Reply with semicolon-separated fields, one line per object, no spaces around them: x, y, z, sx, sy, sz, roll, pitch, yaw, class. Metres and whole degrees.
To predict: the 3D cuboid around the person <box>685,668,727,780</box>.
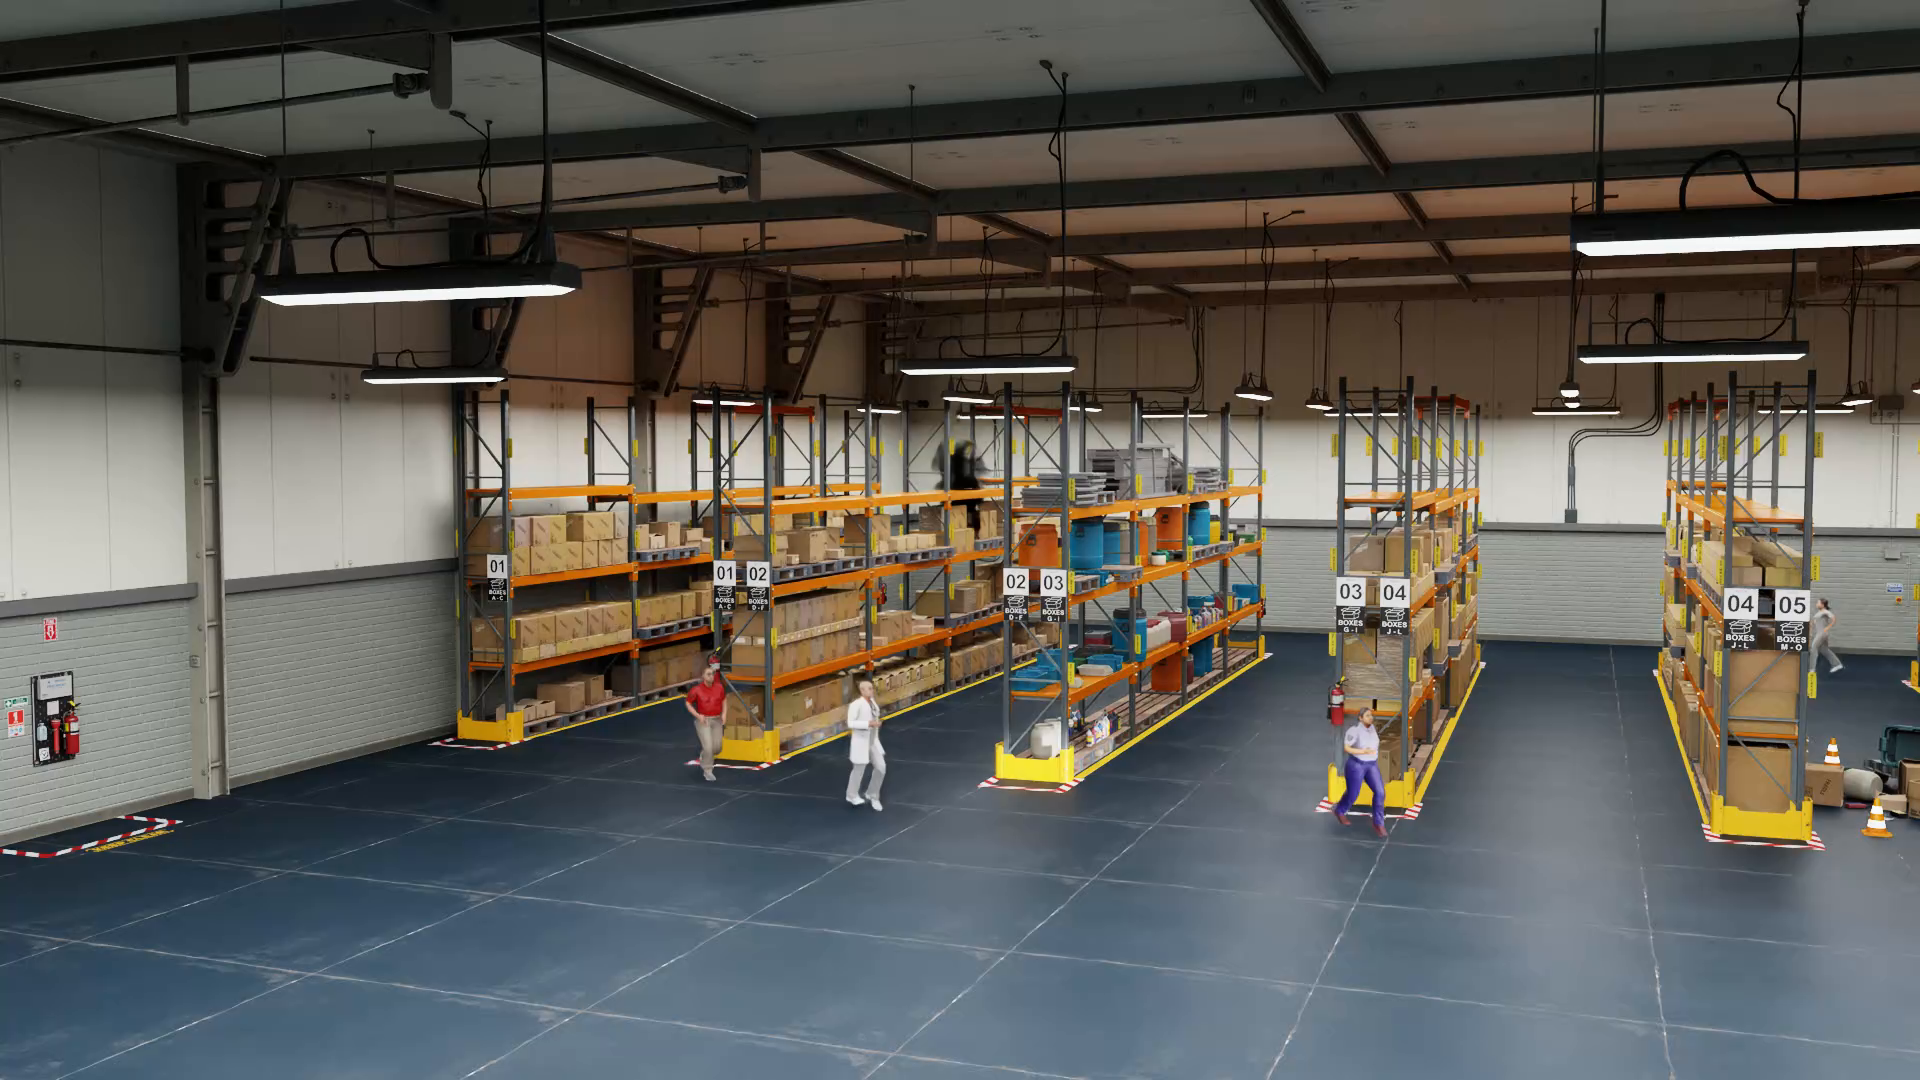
-3.845;2.772;25.280;0.687;1.685;0.616;-2;4;-35;person

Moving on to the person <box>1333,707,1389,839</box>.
5.226;3.095;21.680;0.624;1.497;0.905;-2;3;-26;person

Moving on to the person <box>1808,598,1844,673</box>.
19.040;2.141;36.686;0.862;1.716;0.556;1;3;18;person

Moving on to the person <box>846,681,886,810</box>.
-1.318;2.866;23.020;0.812;1.837;0.666;3;4;44;person
